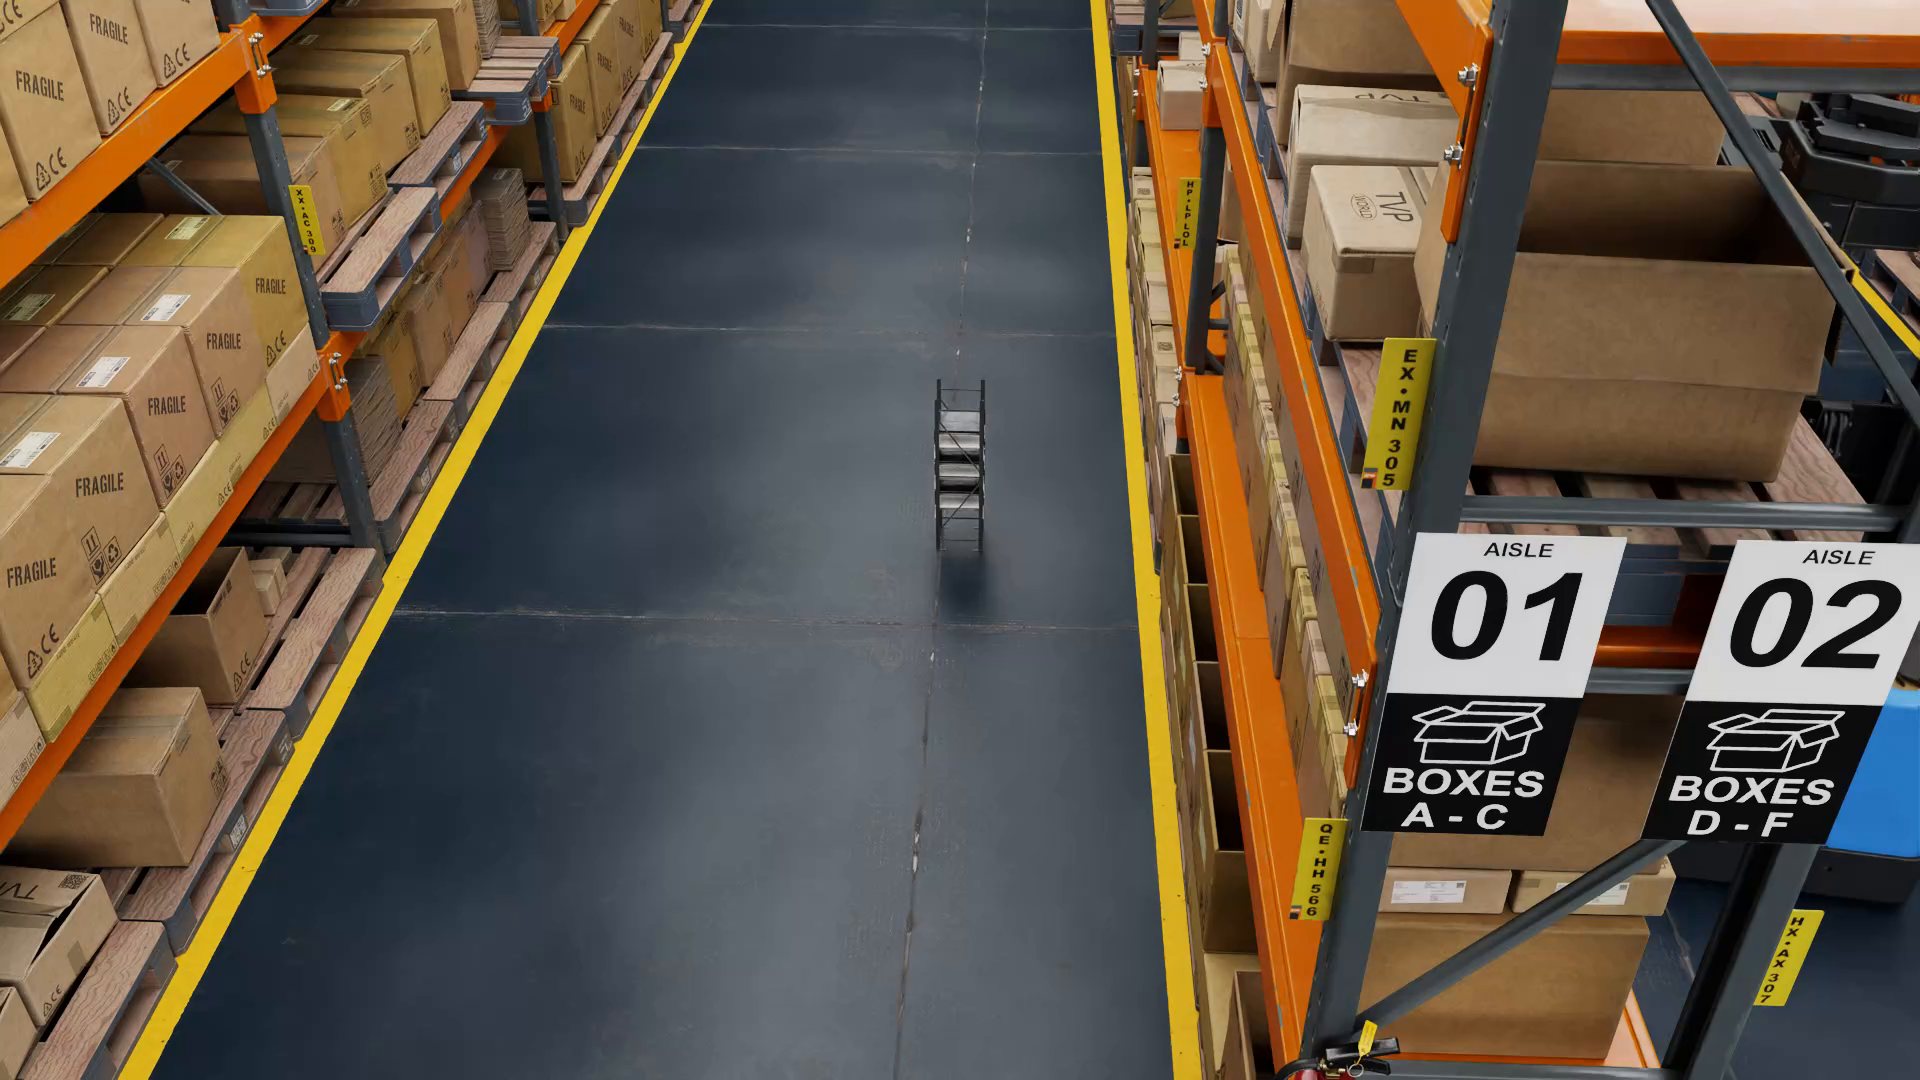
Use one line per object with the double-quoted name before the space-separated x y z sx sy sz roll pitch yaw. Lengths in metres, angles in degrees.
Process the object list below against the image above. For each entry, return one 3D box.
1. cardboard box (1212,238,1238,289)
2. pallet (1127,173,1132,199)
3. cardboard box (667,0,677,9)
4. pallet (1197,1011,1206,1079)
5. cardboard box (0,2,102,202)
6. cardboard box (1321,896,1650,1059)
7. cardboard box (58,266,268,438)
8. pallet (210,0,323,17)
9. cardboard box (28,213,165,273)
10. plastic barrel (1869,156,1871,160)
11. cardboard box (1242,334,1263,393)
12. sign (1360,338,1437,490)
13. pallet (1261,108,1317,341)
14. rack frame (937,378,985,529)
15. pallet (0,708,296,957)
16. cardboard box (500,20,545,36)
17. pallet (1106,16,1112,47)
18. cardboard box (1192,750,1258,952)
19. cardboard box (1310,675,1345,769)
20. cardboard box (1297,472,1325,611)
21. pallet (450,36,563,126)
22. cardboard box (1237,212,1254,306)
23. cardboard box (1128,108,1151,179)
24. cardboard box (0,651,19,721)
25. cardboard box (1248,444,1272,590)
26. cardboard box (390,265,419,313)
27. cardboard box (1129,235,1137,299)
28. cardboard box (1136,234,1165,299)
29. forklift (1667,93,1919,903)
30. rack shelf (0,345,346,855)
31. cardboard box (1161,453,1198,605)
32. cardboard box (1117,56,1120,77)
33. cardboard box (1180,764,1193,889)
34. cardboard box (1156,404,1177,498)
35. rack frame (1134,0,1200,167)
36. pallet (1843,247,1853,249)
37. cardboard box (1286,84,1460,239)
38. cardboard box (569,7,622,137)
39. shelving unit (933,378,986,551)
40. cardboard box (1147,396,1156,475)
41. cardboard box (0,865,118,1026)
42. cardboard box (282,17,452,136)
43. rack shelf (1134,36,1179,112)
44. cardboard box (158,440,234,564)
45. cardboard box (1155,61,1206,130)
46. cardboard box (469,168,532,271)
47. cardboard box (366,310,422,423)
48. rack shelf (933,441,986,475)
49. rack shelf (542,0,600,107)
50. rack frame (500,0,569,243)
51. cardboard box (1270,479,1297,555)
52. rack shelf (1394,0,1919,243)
"cardboard box" 1.374 -1.406 8.205 0.396 0.266 0.258 1 35 1
"pallet" 1.751 -2.537 12.122 1.003 0.211 1.213 1 35 2
"cardboard box" -2.974 -5.237 15.347 0.700 0.500 0.500 2 35 2
"pallet" 1.351 2.047 5.600 1.003 0.211 1.213 1 35 2
"cardboard box" -3.218 -1.435 5.416 0.500 0.500 0.500 0 35 0
"cardboard box" 1.393 1.038 4.524 0.700 0.500 0.500 1 35 2
"cardboard box" -3.152 -0.752 6.618 0.500 0.500 0.500 1 35 2
"pallet" -3.296 -2.567 7.294 1.213 0.211 1.003 1 35 2
"cardboard box" -3.655 -1.052 7.045 0.500 0.500 0.500 1 35 1
"plastic barrel" 6.568 -2.895 12.005 0.421 0.512 0.421 0 35 0
"cardboard box" 1.290 -0.665 6.382 0.380 0.149 0.250 1 35 1
"sign" 0.820 -0.231 3.106 0.100 0.325 0.005 1 35 2
"pallet" 1.462 -0.953 4.911 1.003 0.211 1.213 1 35 2
"rack frame" 0.004 -0.431 8.527 0.240 0.900 0.006 1 35 2
"pallet" -3.465 1.166 6.853 1.003 0.211 1.213 1 35 2
"cardboard box" -3.022 -3.451 11.199 0.380 0.149 0.250 1 35 1
"pallet" 1.872 -4.802 15.344 1.003 0.211 1.213 1 35 2
"cardboard box" 1.111 1.103 5.892 0.500 0.500 0.500 1 35 2
"cardboard box" 1.206 0.519 4.698 0.380 0.149 0.250 1 35 1
"cardboard box" 1.431 -0.116 5.036 0.700 0.500 0.500 1 35 2
"pallet" -3.189 -2.872 10.340 1.213 0.211 1.003 1 35 2
"cardboard box" 1.511 -1.268 6.676 0.700 0.500 0.500 1 35 2
"cardboard box" 1.486 -2.950 12.076 0.500 0.500 0.500 3 35 4
"cardboard box" -3.239 0.429 4.937 0.500 0.500 0.500 1 35 2
"cardboard box" 1.472 -0.146 6.208 0.700 0.500 0.500 2 35 3
"cardboard box" -3.383 -1.503 9.365 0.500 0.250 0.500 0 35 1
"cardboard box" 1.349 -1.714 10.552 0.500 0.250 0.500 0 35 1
"cardboard box" 1.333 -1.637 9.955 0.500 0.311 0.500 0 35 1
"forklift" 3.512 -0.612 7.018 1.130 2.935 3.031 6 36 8
"rack shelf" -3.508 0.379 6.173 1.077 0.370 4.000 1 35 2
"cardboard box" 1.191 -0.046 7.527 0.500 0.500 0.500 1 35 2
"cardboard box" 1.571 -4.126 13.750 0.500 0.500 0.500 2 35 3
"cardboard box" 1.136 1.123 6.516 0.500 0.250 0.500 1 35 2
"cardboard box" 1.252 -0.467 8.290 0.500 0.311 0.500 1 35 2
"rack frame" 1.683 -3.250 10.711 1.000 3.000 0.127 1 35 2
"pallet" 6.622 -2.446 11.993 1.003 0.211 1.213 1 35 2
"cardboard box" 1.167 -1.061 4.578 0.500 0.311 0.500 5 35 7
"cardboard box" -3.065 -3.577 12.681 0.750 0.750 0.750 1 35 2
"shelving unit" 0.000 -0.373 8.444 0.258 0.900 0.210 1 35 2
"cardboard box" 1.272 -0.534 8.873 0.500 0.250 0.500 1 35 1
"cardboard box" -3.447 1.431 6.006 0.500 0.311 0.500 4 35 6
"cardboard box" -3.303 -2.596 9.312 0.700 0.500 0.500 1 35 2
"rack shelf" 1.763 -4.105 12.553 1.077 0.370 4.000 1 35 2
"cardboard box" -3.177 -0.156 6.422 0.500 0.250 0.500 1 35 2
"cardboard box" 1.454 -2.704 10.012 0.500 0.311 0.500 1 35 1
"cardboard box" -3.244 -2.105 10.873 0.700 0.500 0.500 2 35 3
"cardboard box" -3.444 -0.943 9.220 0.700 0.500 0.500 1 35 1
"rack shelf" 0.000 -0.419 8.411 0.258 0.077 0.200 1 35 2
"rack shelf" -3.186 -4.217 12.713 1.077 0.370 4.000 1 35 2
"rack frame" -3.267 -3.362 10.871 1.000 3.000 0.127 1 35 2
"cardboard box" 1.247 -0.075 5.543 0.380 0.149 0.250 1 35 1
"rack shelf" 1.442 -1.799 4.403 1.077 0.370 4.000 1 35 2
